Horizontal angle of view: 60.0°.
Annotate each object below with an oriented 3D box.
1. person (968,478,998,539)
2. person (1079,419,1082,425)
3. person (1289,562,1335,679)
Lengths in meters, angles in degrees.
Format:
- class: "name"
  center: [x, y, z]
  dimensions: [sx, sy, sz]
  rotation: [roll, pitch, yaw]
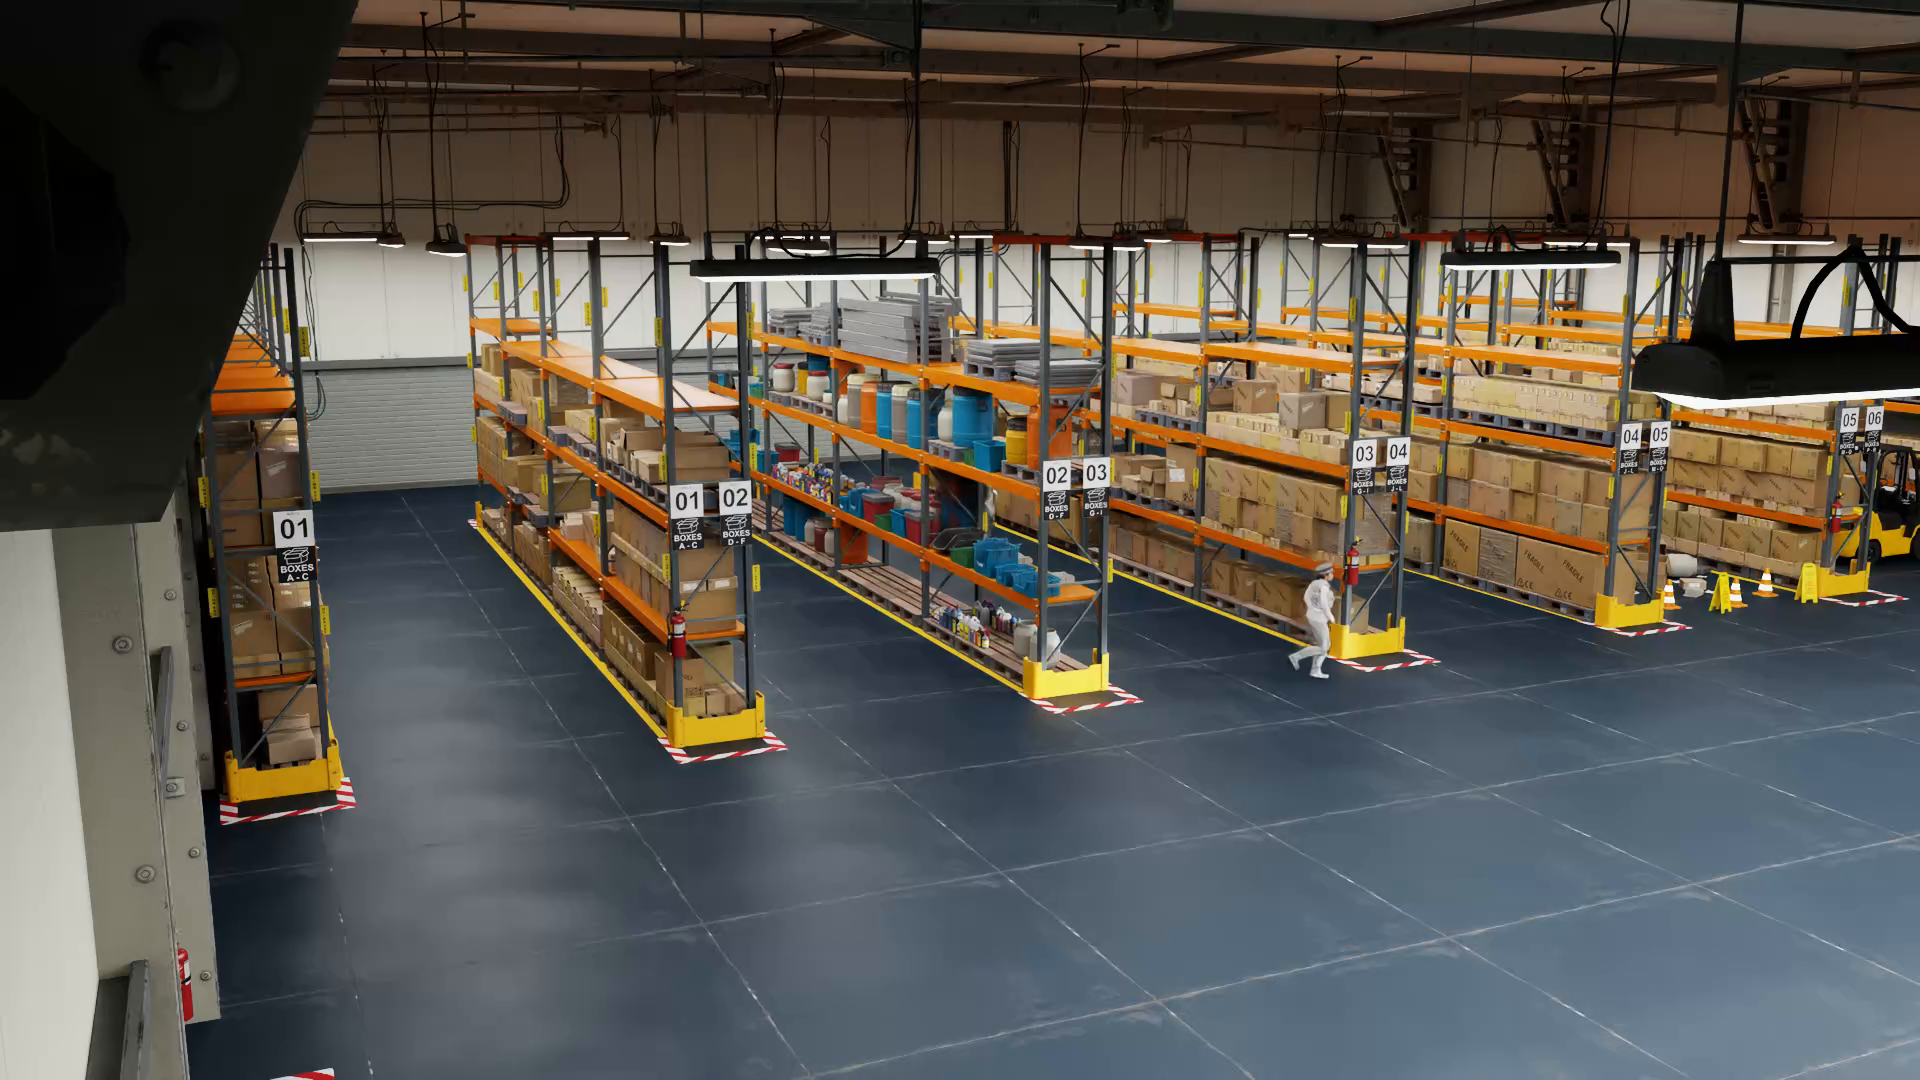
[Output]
- class: "person"
  center: [0.462, -0.767, 32.423]
  dimensions: [0.663, 1.784, 0.794]
  rotation: [-3, 11, -16]
- class: "person"
  center: [2.880, -2.025, 39.177]
  dimensions: [0.612, 1.715, 0.634]
  rotation: [-4, 12, -20]
- class: "person"
  center: [4.890, 1.122, 23.116]
  dimensions: [0.609, 1.642, 0.604]
  rotation: [0, 11, -2]
